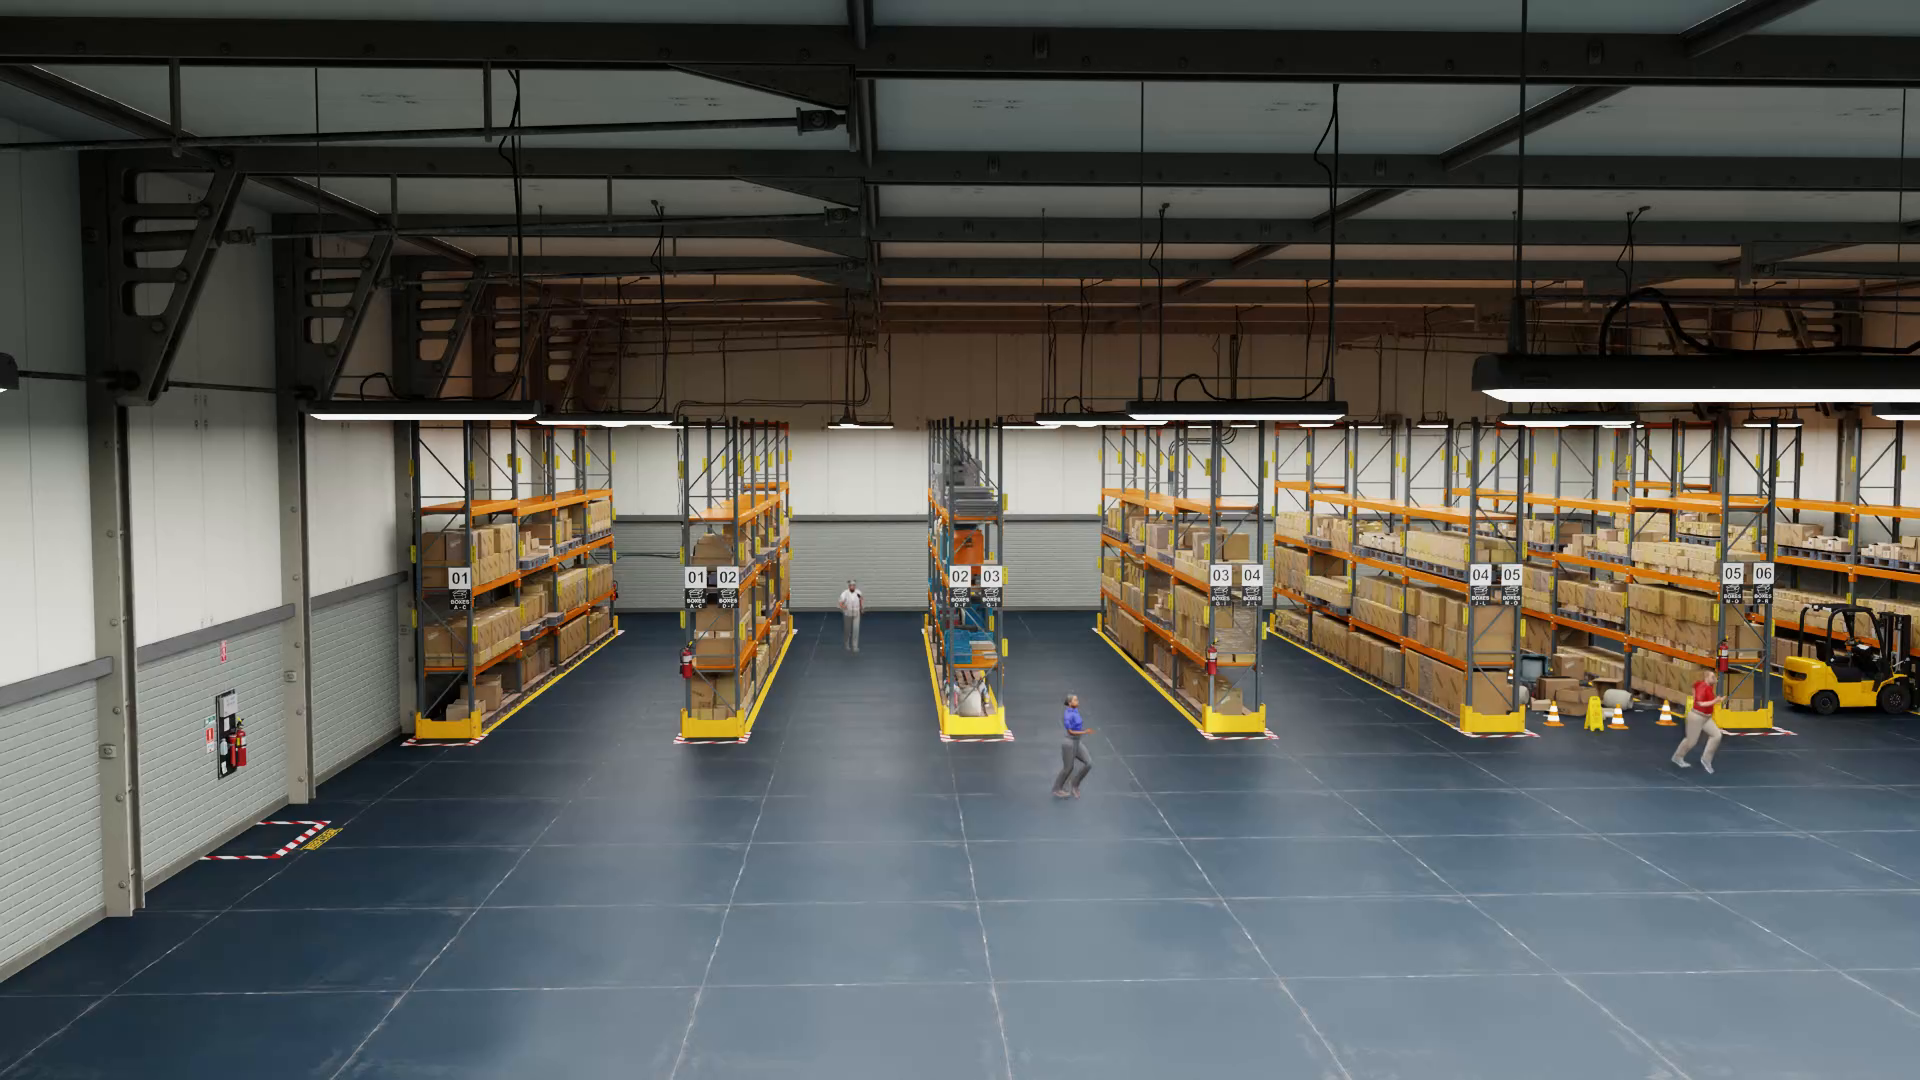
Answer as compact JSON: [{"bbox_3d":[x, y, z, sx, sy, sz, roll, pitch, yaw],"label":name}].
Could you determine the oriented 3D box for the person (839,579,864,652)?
[{"bbox_3d":[-2.691,1.870,41.335,0.647,1.816,0.884,-1,4,-12],"label":"person"}]

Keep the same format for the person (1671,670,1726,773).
[{"bbox_3d":[12.437,3.060,27.985,0.637,1.779,0.869,-4,5,-44],"label":"person"}]

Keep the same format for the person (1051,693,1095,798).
[{"bbox_3d":[1.772,3.210,25.892,0.688,1.664,0.544,2,4,24],"label":"person"}]
